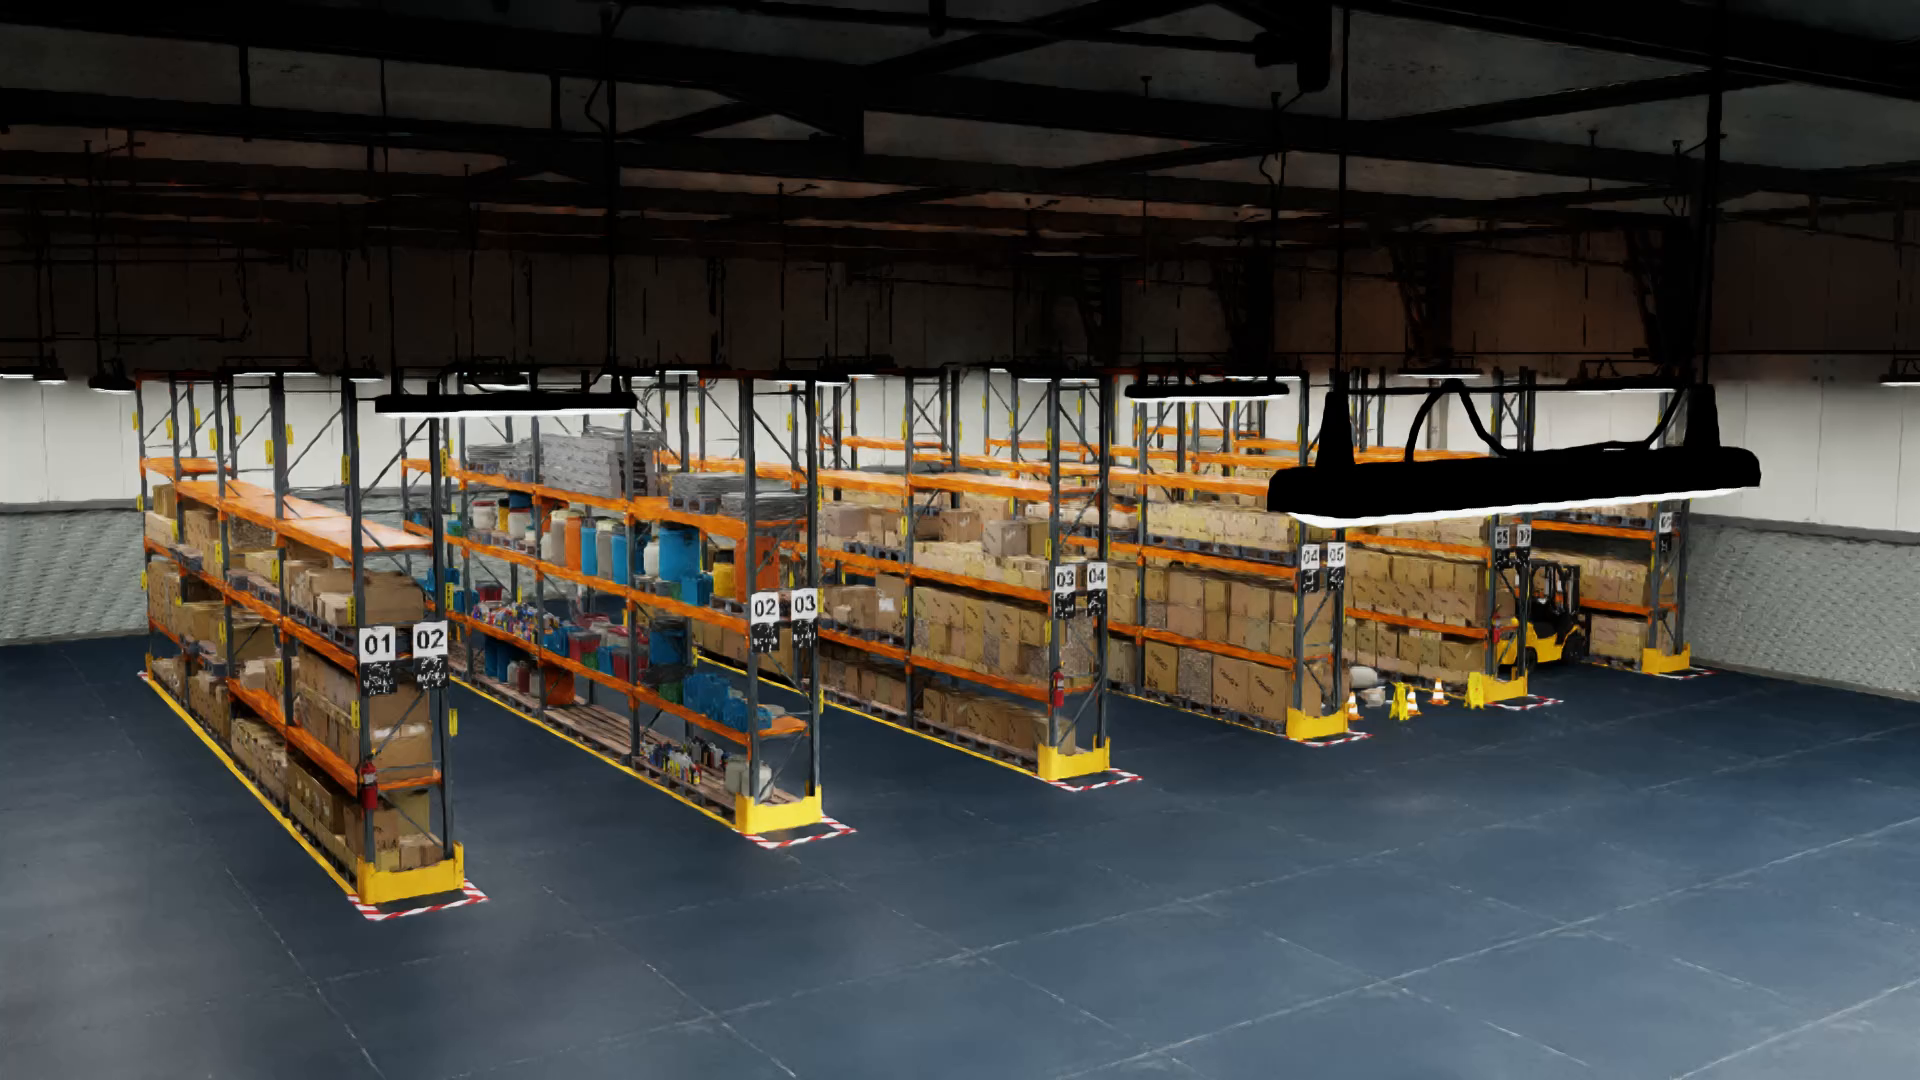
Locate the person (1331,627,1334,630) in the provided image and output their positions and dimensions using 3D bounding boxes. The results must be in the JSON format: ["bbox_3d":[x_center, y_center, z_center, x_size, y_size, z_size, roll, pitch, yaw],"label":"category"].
[{"bbox_3d":[8.247,1.173,37.711,0.656,1.790,0.520,3,7,28],"label":"person"}]

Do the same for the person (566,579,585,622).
[{"bbox_3d":[-8.618,1.313,37.553,0.594,1.594,0.431,4,8,33],"label":"person"}]
